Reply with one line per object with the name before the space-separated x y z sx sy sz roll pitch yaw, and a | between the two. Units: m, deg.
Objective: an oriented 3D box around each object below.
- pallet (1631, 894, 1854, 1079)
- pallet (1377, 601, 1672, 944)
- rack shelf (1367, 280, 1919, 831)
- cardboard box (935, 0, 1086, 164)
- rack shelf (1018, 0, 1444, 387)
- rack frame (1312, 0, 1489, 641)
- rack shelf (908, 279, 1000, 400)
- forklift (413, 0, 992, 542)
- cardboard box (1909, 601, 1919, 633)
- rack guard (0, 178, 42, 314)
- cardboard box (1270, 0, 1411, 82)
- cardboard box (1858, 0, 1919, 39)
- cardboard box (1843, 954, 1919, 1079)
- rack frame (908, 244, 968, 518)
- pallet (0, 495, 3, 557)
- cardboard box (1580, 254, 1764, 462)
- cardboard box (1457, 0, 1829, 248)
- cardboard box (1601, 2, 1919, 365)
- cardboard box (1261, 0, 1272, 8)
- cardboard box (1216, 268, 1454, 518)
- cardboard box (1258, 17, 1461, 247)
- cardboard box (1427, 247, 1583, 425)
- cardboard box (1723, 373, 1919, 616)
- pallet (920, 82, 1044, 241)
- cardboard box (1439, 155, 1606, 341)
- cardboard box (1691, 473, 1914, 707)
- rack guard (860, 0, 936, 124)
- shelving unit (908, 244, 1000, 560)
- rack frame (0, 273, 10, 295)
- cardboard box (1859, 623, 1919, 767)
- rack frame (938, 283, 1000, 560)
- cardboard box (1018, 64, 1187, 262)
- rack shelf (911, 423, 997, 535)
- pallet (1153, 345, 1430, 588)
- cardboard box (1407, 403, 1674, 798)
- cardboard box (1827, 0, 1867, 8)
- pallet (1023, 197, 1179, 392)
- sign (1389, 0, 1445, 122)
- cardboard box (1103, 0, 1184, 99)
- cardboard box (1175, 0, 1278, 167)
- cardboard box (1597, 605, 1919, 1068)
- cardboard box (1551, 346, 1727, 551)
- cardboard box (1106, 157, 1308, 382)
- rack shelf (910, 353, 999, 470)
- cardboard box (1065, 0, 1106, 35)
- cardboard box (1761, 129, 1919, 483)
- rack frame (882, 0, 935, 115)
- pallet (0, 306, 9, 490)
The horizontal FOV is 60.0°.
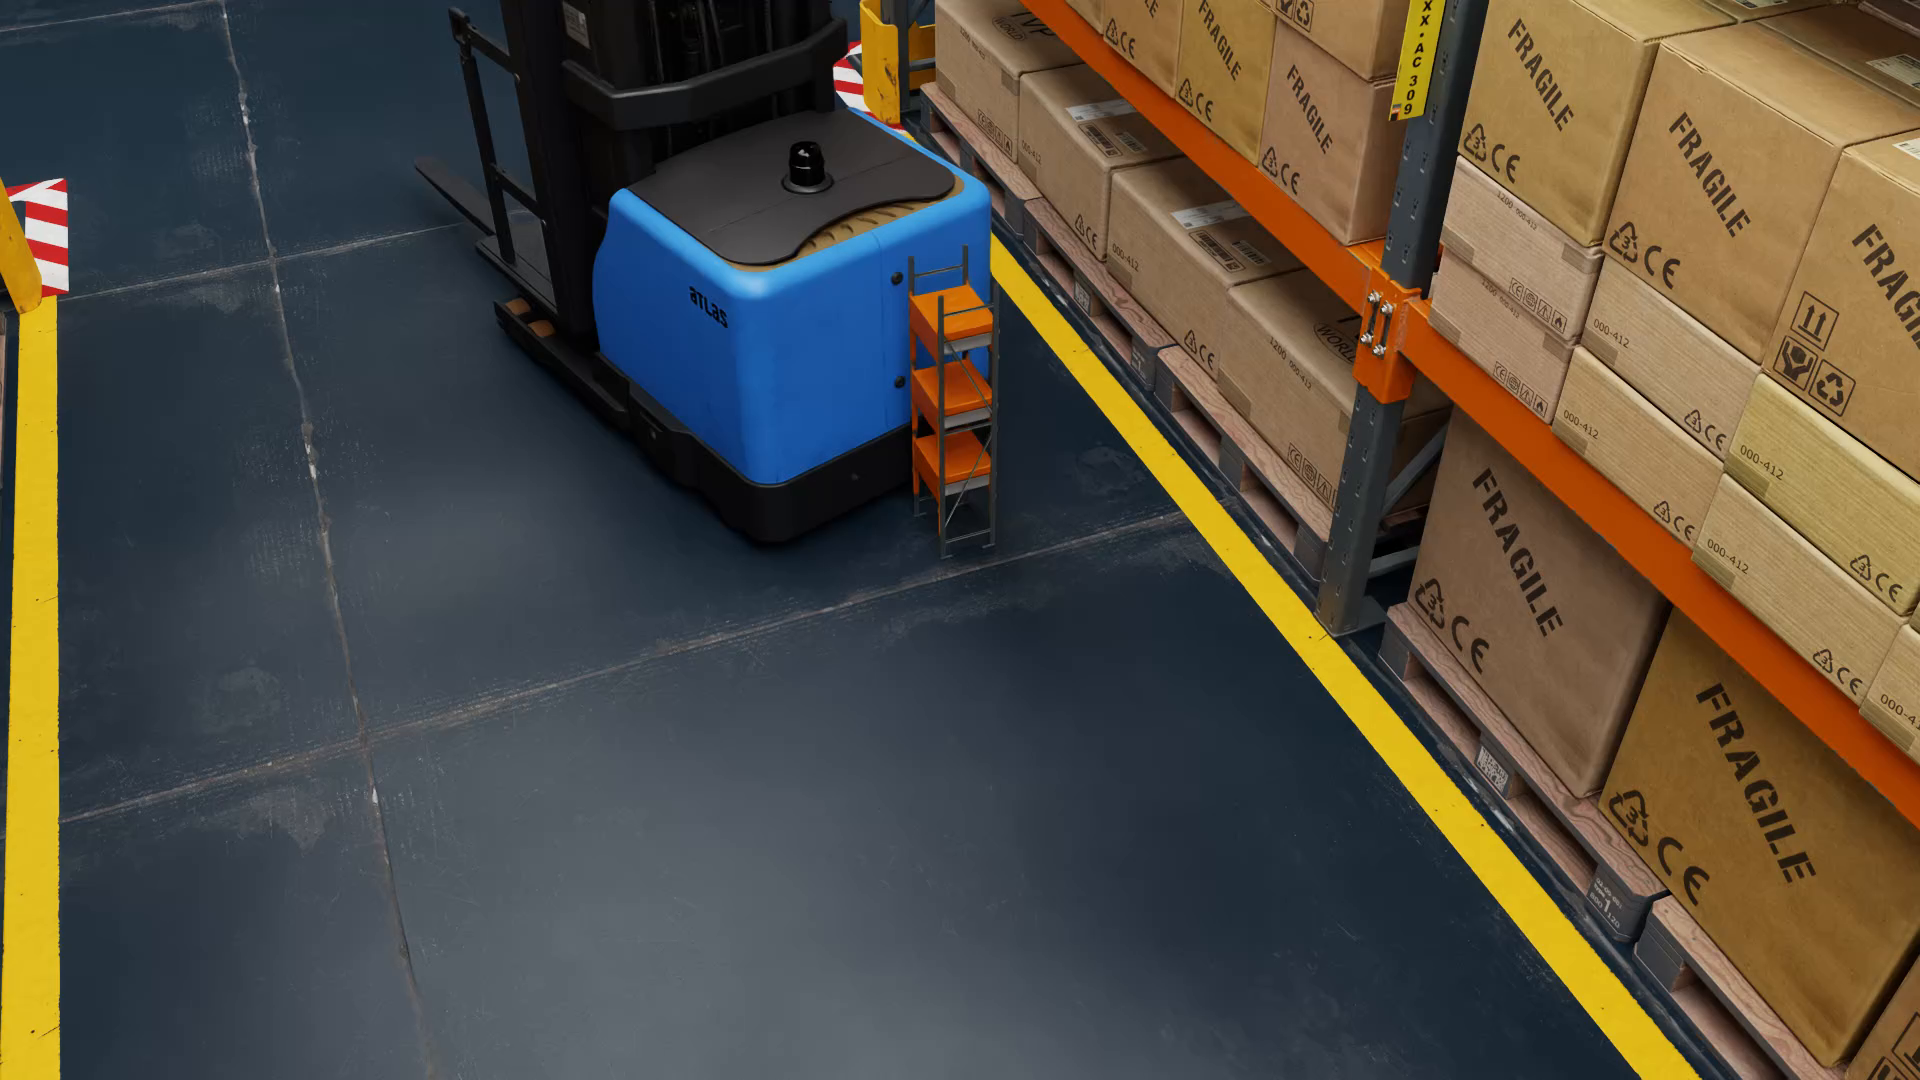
pallet | 2.479 1.264 4.118 1.003 0.211 1.213 -15 43 -17
pallet | 2.008 0.528 4.974 1.003 0.211 1.213 -15 43 -17
rack shelf | 2.409 0.502 3.417 1.077 0.370 4.000 -15 43 -17
cardboard box | 0.458 -2.200 7.651 0.875 0.438 0.875 -17 43 -18
rack shelf | 0.878 -1.907 6.219 1.077 0.370 4.000 -15 43 -17
rack frame | 1.643 -0.975 4.583 1.000 3.000 0.127 -15 43 -17
rack shelf | -0.020 -0.637 5.267 0.215 0.259 0.240 -15 43 -17
forklift | -1.203 -2.000 5.828 1.130 2.935 3.031 -28 48 -29
cardboard box | 2.141 0.149 3.007 0.500 0.250 0.500 -16 43 -18
rack guard | -4.393 -1.095 6.640 1.175 0.500 0.348 -15 43 -17
cardboard box | 1.208 -1.607 4.475 0.500 0.500 0.500 -15 43 -17
cardboard box | 2.251 -0.876 3.624 0.500 0.500 0.500 -14 43 -16
cardboard box | 2.649 1.106 3.471 0.875 0.875 0.875 -15 43 -16
rack frame | -0.067 -0.504 5.531 0.200 1.050 0.008 -15 43 -17
pallet | -3.652 0.246 5.302 1.003 0.211 1.213 -15 43 -17
cardboard box | 1.777 -0.465 3.722 0.500 0.250 0.500 -14 43 -16
cardboard box | 1.546 -1.055 3.833 0.500 0.500 0.500 -15 43 -16
cardboard box | 1.766 -0.756 3.485 0.500 0.500 0.500 -15 43 -17
cardboard box | 1.021 -1.915 4.833 0.500 0.500 0.500 -16 43 -17
cardboard box | 1.502 -0.568 5.753 0.875 0.438 0.875 -16 43 -17
cardboard box | 1.230 -1.229 4.801 0.500 0.500 0.500 -15 43 -16
cardboard box | 1.568 -0.587 4.247 0.500 0.250 0.500 -16 43 -18
cardboard box | 1.945 -0.155 3.361 0.500 0.250 0.500 -15 43 -16
pallet | 0.491 -1.865 7.757 1.003 0.211 1.213 -15 43 -17
cardboard box | 1.551 -0.772 4.079 0.500 0.250 0.500 -16 43 -18
cardboard box | 1.949 0.037 3.522 0.500 0.250 0.500 -15 43 -17
rack guard | 0.104 -2.451 8.217 1.175 0.500 0.348 -15 43 -17
shelving unit | -0.020 -0.430 5.445 0.215 1.050 0.252 -15 43 -17
rack frame | -4.422 -2.089 5.879 1.000 3.000 0.127 -15 43 -17
cardboard box | 2.131 0.340 3.169 0.500 0.250 0.500 -16 43 -18
rack frame | 0.026 -0.357 5.360 0.200 1.050 0.008 -15 43 -17
cardboard box | 0.816 -1.651 7.012 0.875 0.438 0.875 -14 43 -16
rack shelf | -0.020 -0.212 5.633 0.215 0.259 0.240 -15 43 -17
pallet | 1.425 -0.395 6.048 1.003 0.211 1.213 -15 43 -17
cardboard box | 1.955 0.025 4.728 0.875 0.875 0.875 -14 43 -16
cardboard box | 2.046 -1.186 3.985 0.500 0.500 0.500 -14 43 -15
pallet | 0.954 -1.131 6.904 1.003 0.211 1.213 -15 43 -17
sign | 1.131 -1.194 4.113 0.100 0.325 0.005 -15 43 -17
cardboard box | 0.822 -1.836 5.508 0.500 0.500 0.500 -16 43 -17
cardboard box | 1.028 -1.537 5.160 0.500 0.500 0.500 -16 43 -18
cardboard box | 2.307 0.567 4.098 0.875 0.875 0.875 -14 43 -16
cardboard box | 1.767 -0.276 3.885 0.500 0.250 0.500 -16 43 -18
cardboard box | 1.159 -1.107 6.380 0.875 0.438 0.875 -16 43 -18
rack shelf | -0.020 -0.422 5.452 0.215 0.259 0.240 -15 43 -17
cardboard box | 0.636 -2.156 5.879 0.500 0.500 0.500 -14 43 -15
cardboard box | 1.956 -0.453 3.133 0.500 0.500 0.500 -16 43 -18
rack frame | 0.113 -3.385 7.385 1.000 3.000 0.127 -15 43 -17
pallet | -4.114 -0.488 6.155 1.003 0.211 1.213 -15 43 -17
